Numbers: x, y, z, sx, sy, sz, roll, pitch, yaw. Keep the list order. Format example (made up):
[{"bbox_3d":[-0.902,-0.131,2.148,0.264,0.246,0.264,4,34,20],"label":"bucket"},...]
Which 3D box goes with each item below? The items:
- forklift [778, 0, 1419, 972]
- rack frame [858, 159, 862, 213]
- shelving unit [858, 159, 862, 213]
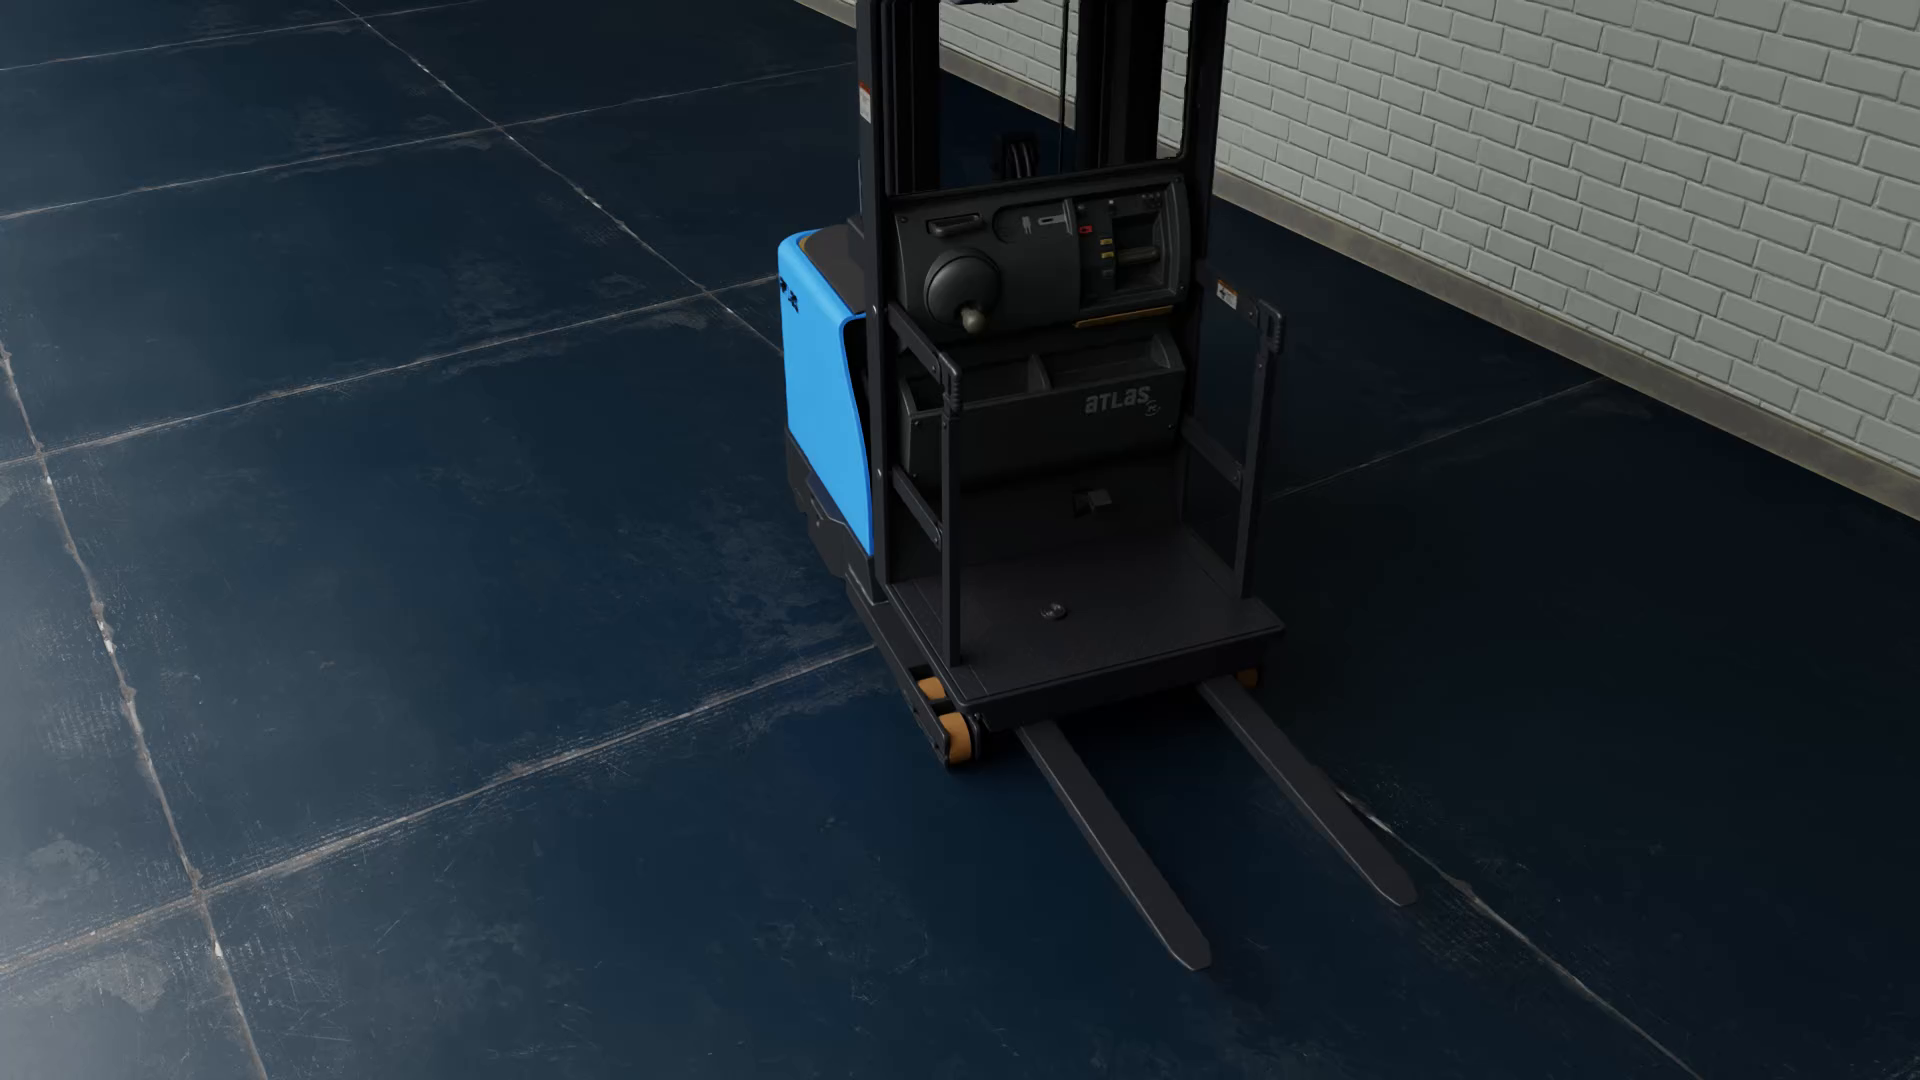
[{"bbox_3d":[0.337,-0.796,4.765,1.130,2.935,3.031,-12,34,-18],"label":"forklift"},{"bbox_3d":[-0.335,-0.873,6.509,0.006,1.200,0.240,-13,34,-19],"label":"rack frame"},{"bbox_3d":[-0.251,-0.892,6.539,0.189,1.200,0.258,-13,34,-19],"label":"shelving unit"}]
